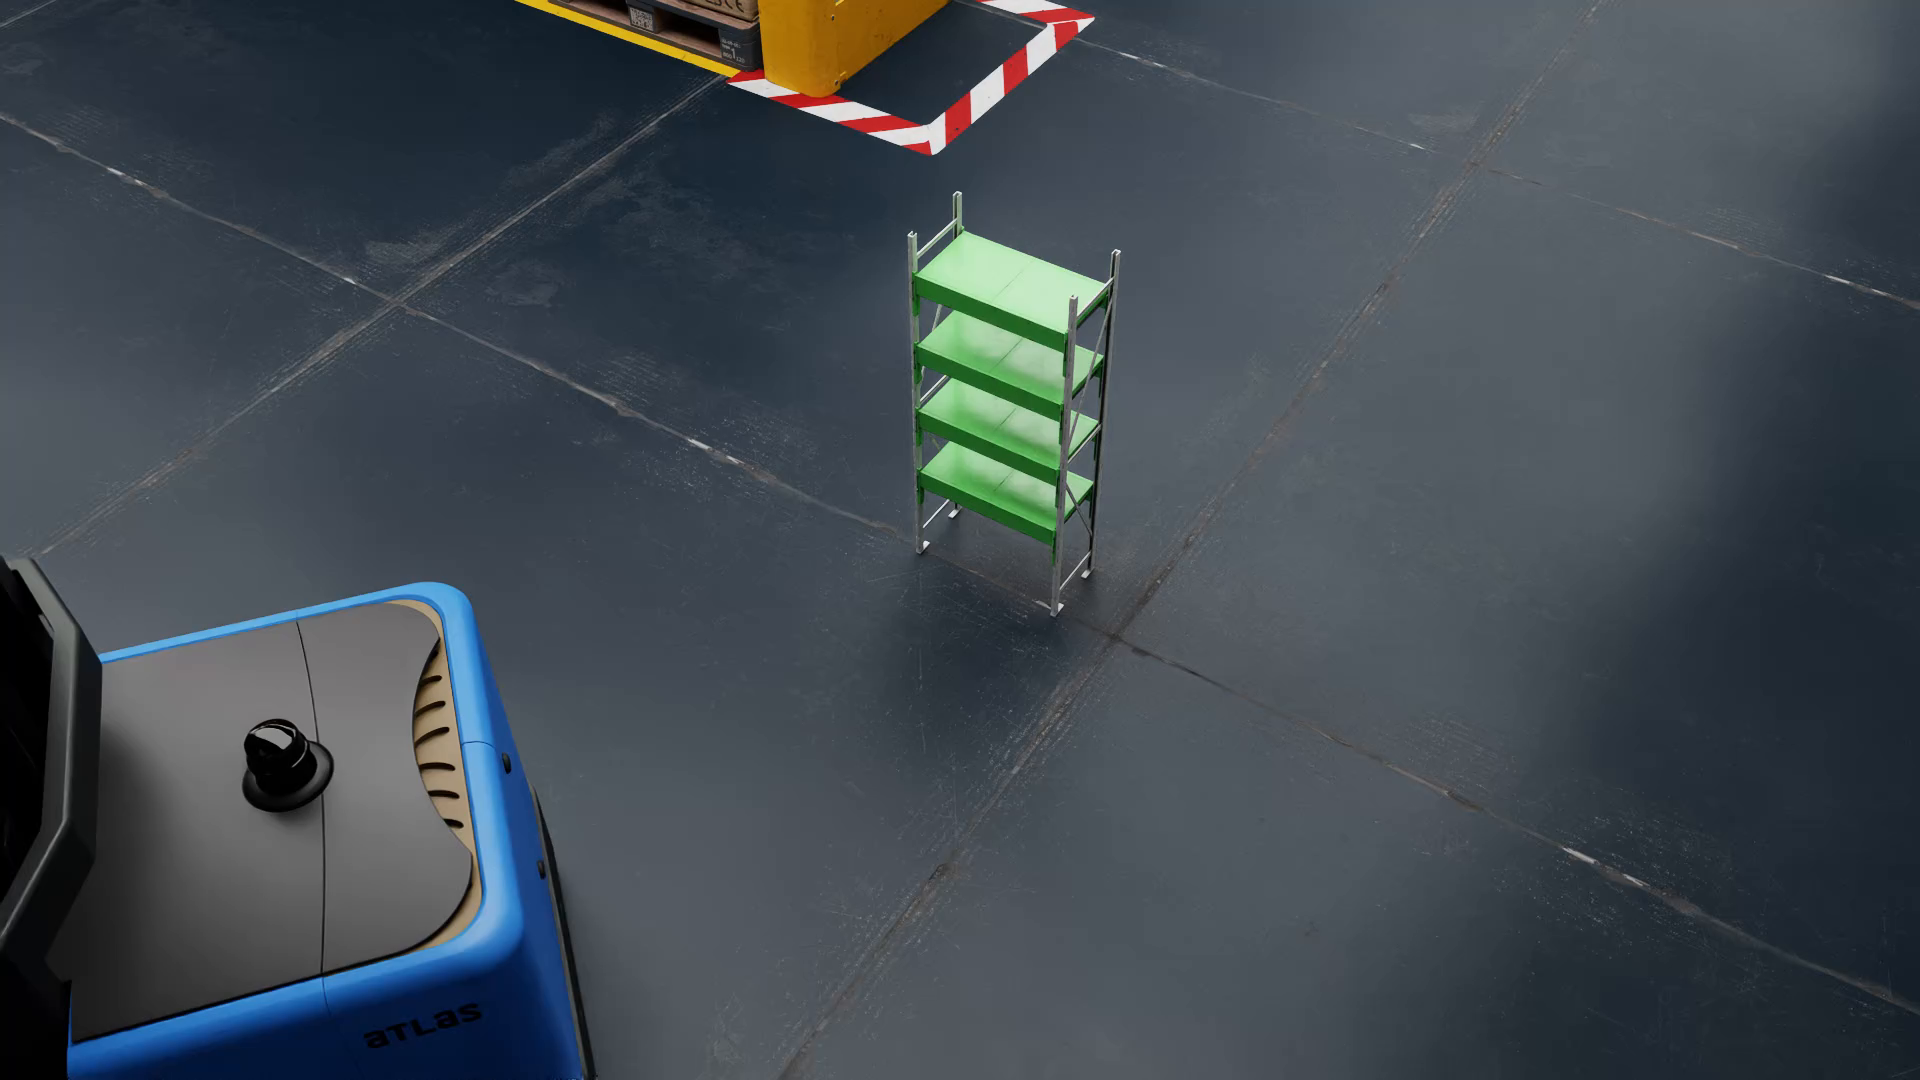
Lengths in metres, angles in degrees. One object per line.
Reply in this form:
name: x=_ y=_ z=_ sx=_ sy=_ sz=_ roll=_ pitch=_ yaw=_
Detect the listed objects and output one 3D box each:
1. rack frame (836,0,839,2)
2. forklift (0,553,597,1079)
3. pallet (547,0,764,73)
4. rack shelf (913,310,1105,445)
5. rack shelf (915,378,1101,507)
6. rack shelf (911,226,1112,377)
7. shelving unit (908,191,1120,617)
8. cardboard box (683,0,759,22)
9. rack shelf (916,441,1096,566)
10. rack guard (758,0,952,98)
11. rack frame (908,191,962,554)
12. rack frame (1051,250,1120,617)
rack frame: x=-0.430 y=-3.337 z=6.401 sx=0.127 sy=3.000 sz=1.000 roll=25 pitch=51 yaw=22
forklift: x=-2.375 y=0.462 z=2.757 sx=3.031 sy=2.935 sz=1.130 roll=-13 pitch=47 yaw=-13
pallet: x=-1.146 y=-2.627 z=7.656 sx=1.213 sy=0.211 sz=1.003 roll=25 pitch=51 yaw=22
rack shelf: x=0.139 y=-0.477 z=4.631 sx=0.480 sy=0.148 sz=0.258 roll=25 pitch=51 yaw=22
rack shelf: x=0.139 y=-0.310 z=4.803 sx=0.480 sy=0.148 sz=0.258 roll=25 pitch=51 yaw=22
rack shelf: x=0.139 y=-0.644 z=4.459 sx=0.480 sy=0.148 sz=0.258 roll=25 pitch=51 yaw=22
shelving unit: x=0.139 y=-0.354 z=4.757 sx=0.503 sy=1.200 sz=0.258 roll=25 pitch=51 yaw=22
cardboard box: x=-1.040 y=-2.786 z=7.359 sx=0.875 sy=0.438 sz=0.875 roll=23 pitch=50 yaw=21
rack shelf: x=0.139 y=-0.142 z=4.975 sx=0.480 sy=0.148 sz=0.258 roll=25 pitch=51 yaw=22
rack guard: x=-0.410 y=-2.457 z=7.288 sx=0.348 sy=0.500 sz=1.175 roll=25 pitch=51 yaw=22
rack frame: x=-0.066 y=-0.449 z=4.849 sx=0.015 sy=1.200 sz=0.240 roll=25 pitch=51 yaw=22
rack frame: x=0.345 y=-0.260 z=4.666 sx=0.015 sy=1.200 sz=0.240 roll=25 pitch=51 yaw=22
